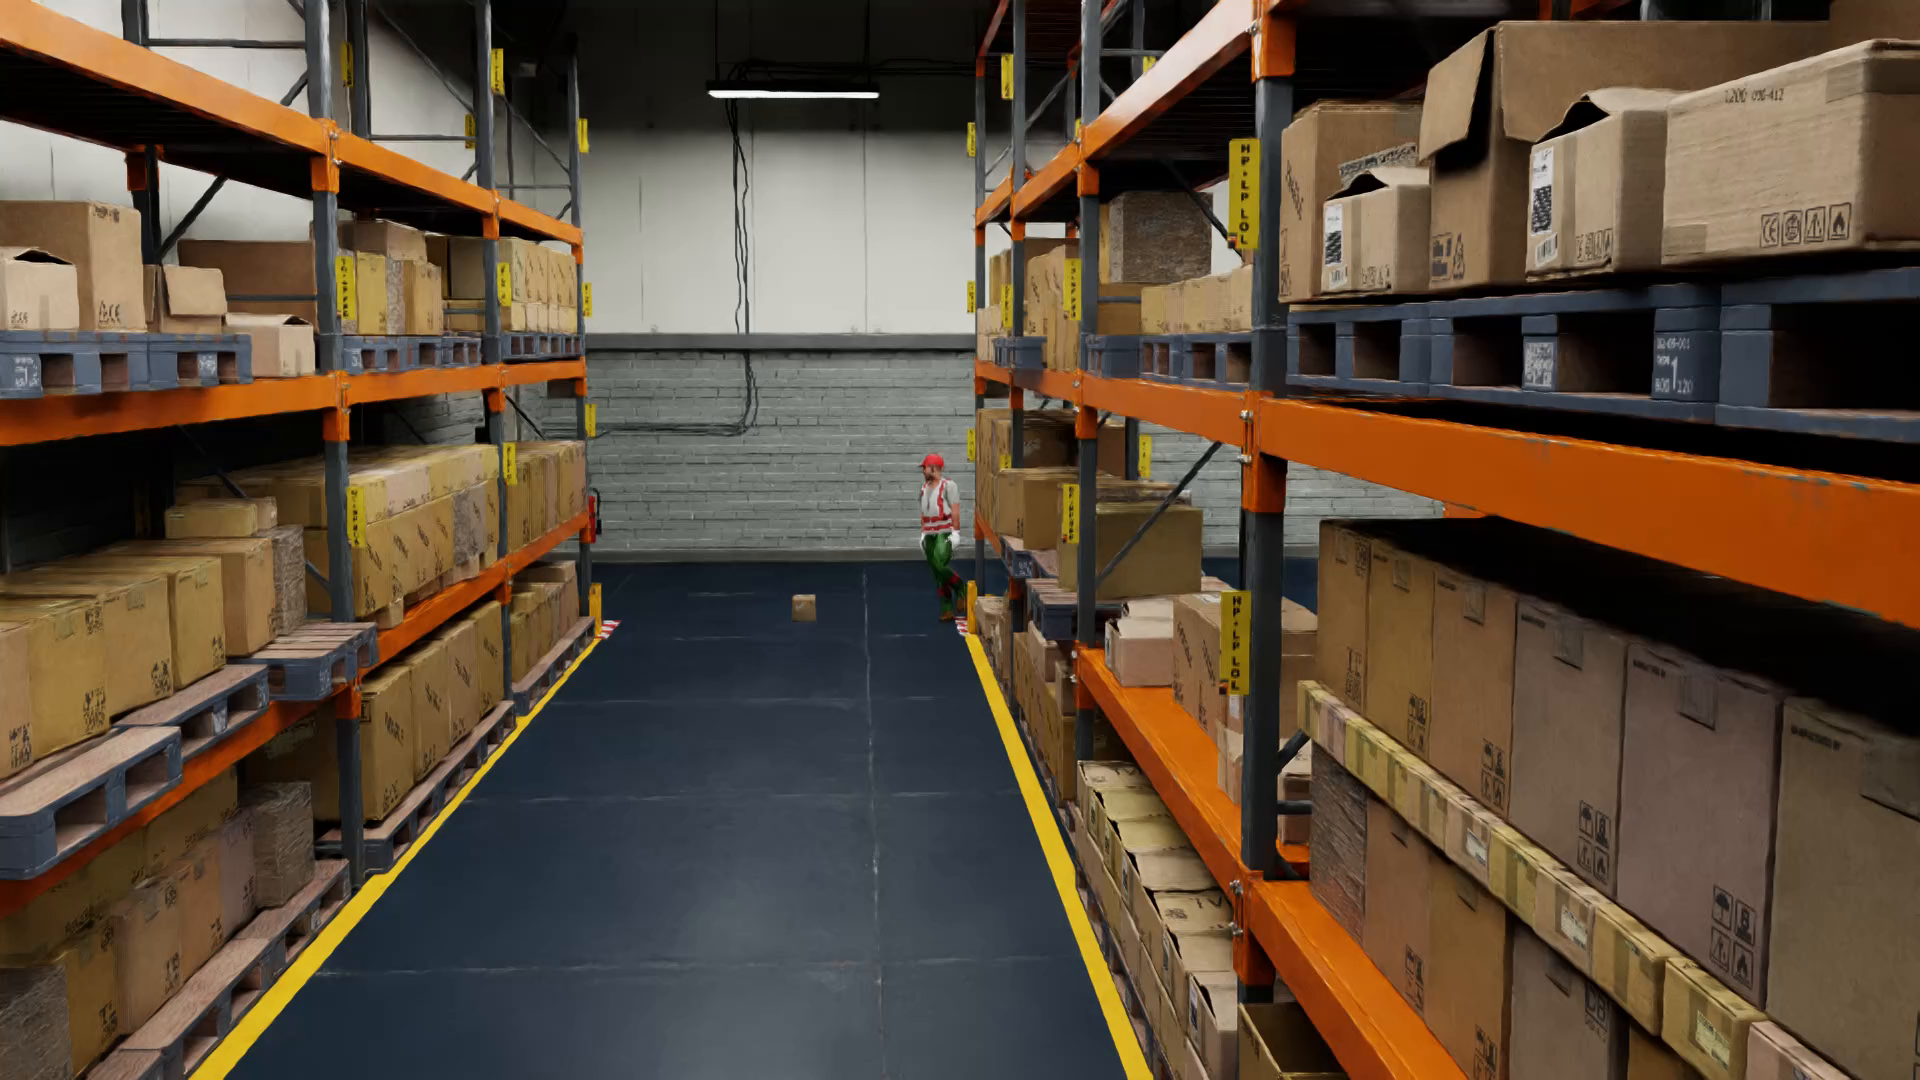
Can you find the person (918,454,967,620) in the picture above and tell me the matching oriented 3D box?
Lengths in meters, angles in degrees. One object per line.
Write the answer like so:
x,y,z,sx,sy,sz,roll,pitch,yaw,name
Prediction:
-0.236,-0.033,17.923,0.681,1.771,0.465,6,9,39,person
